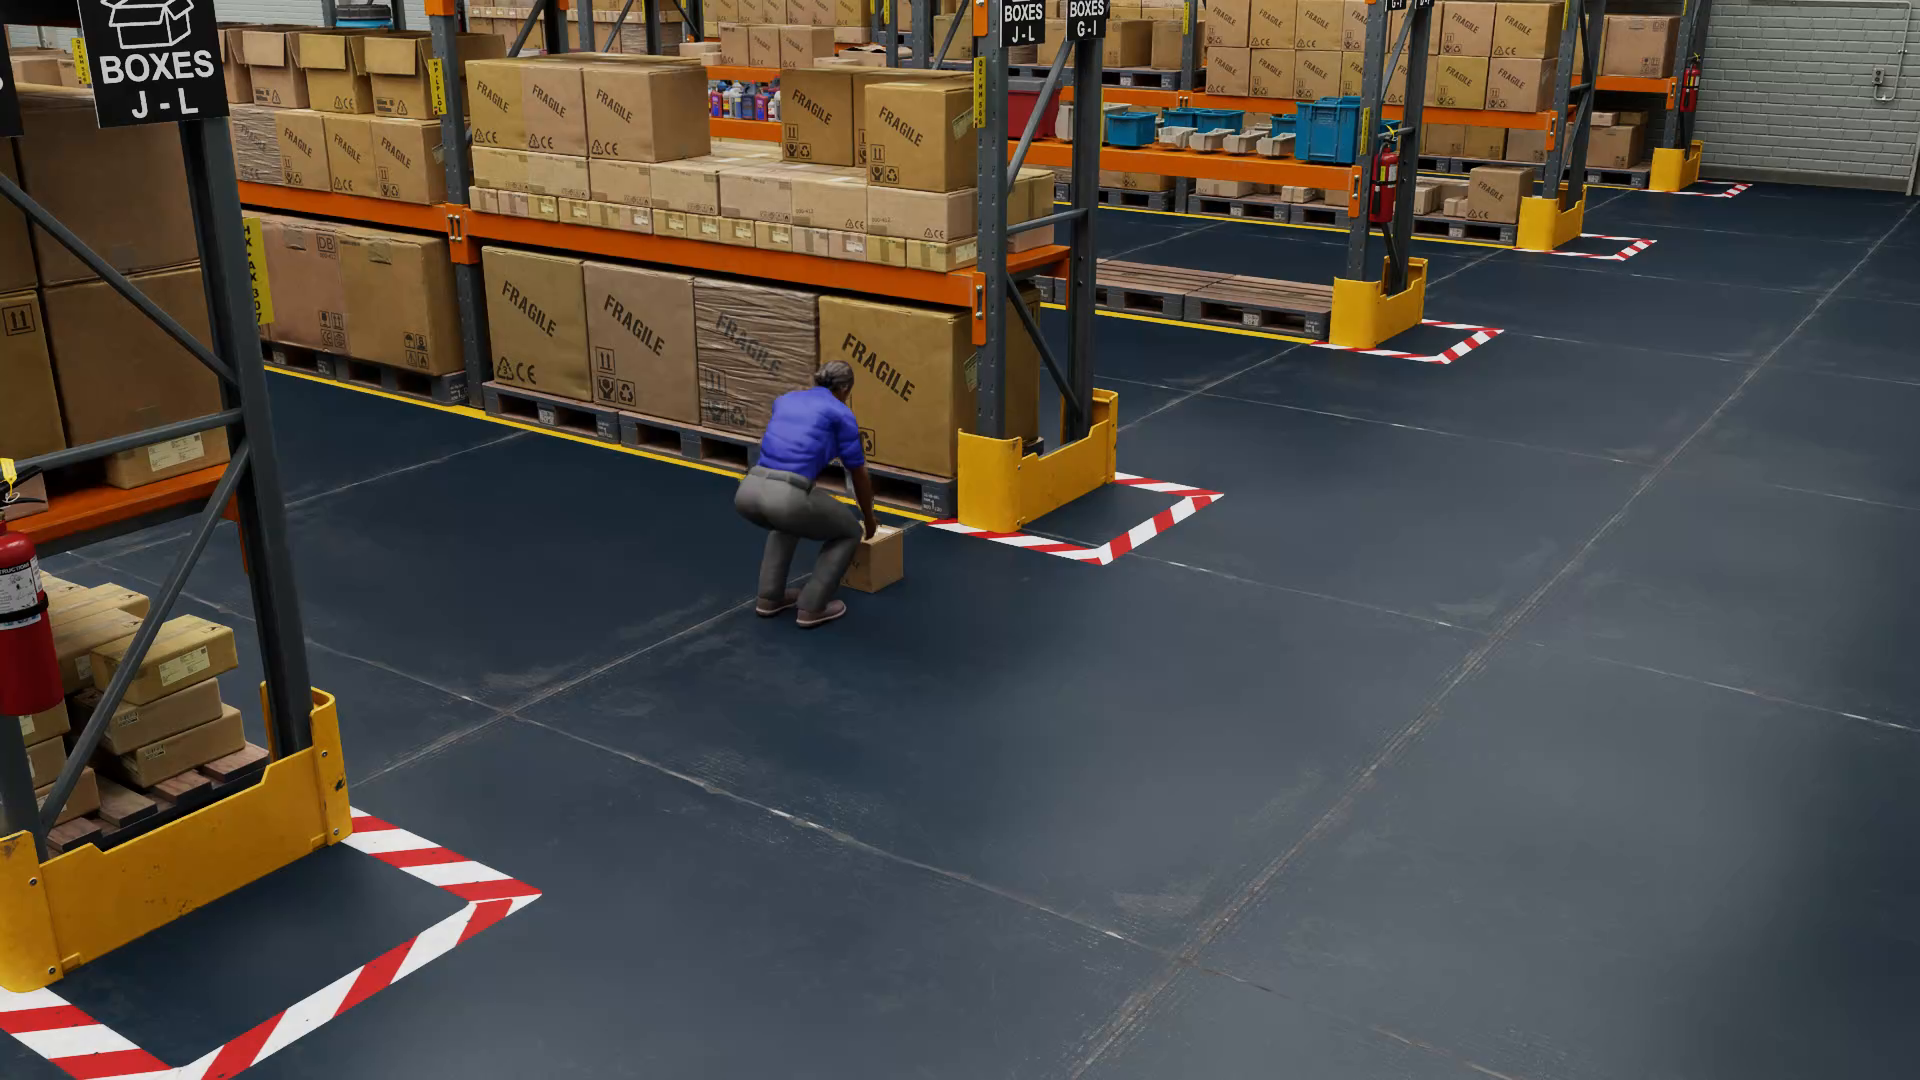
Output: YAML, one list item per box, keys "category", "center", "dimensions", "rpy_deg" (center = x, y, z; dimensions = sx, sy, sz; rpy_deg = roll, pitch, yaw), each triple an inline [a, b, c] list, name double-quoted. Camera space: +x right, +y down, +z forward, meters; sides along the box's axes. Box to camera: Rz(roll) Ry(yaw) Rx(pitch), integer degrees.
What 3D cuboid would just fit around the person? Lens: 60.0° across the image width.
- category: "person"
  center: [-0.705, -0.210, 7.479]
  dimensions: [0.498, 1.106, 0.749]
  rpy_deg: [13, 24, 32]
